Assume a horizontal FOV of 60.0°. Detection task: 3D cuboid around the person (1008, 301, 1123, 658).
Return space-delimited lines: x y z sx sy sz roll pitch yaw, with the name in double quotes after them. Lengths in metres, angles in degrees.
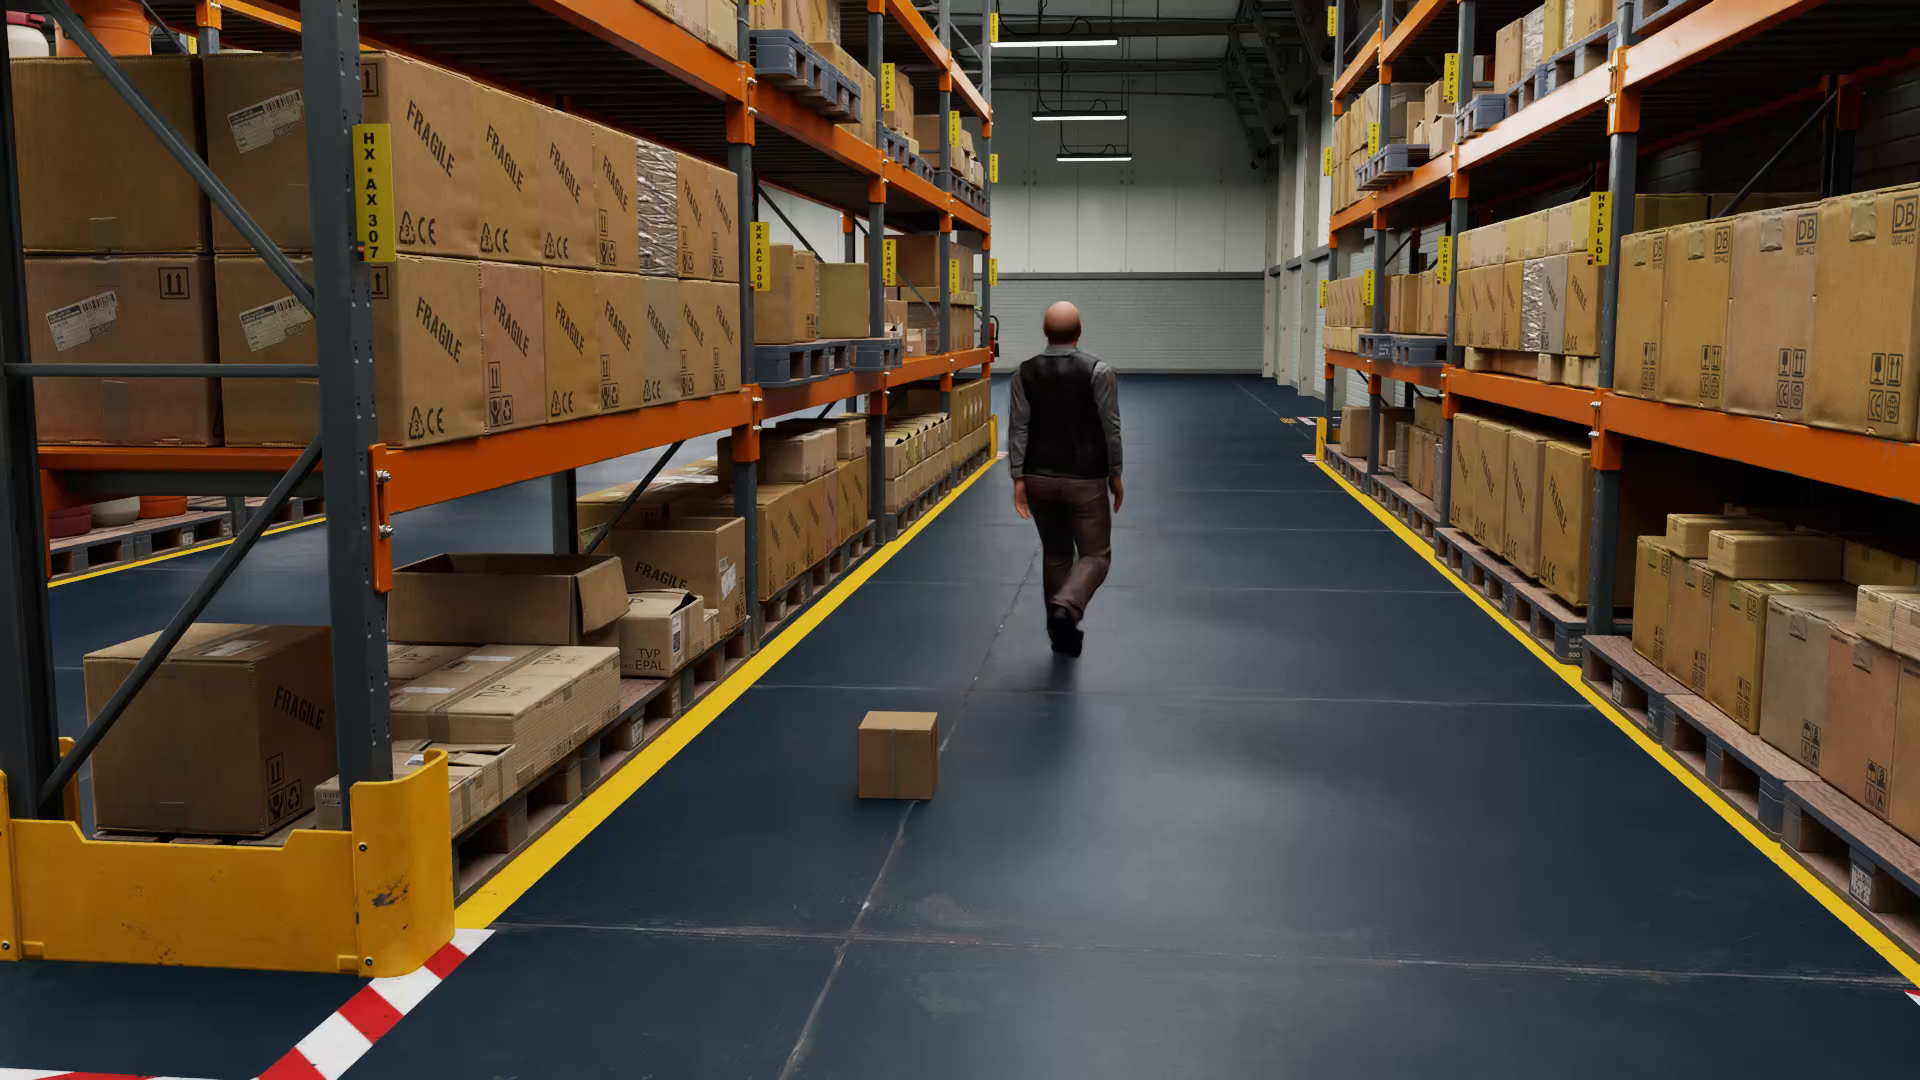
0.494 -0.276 7.879 0.532 1.694 0.821 3 8 23 "person"
